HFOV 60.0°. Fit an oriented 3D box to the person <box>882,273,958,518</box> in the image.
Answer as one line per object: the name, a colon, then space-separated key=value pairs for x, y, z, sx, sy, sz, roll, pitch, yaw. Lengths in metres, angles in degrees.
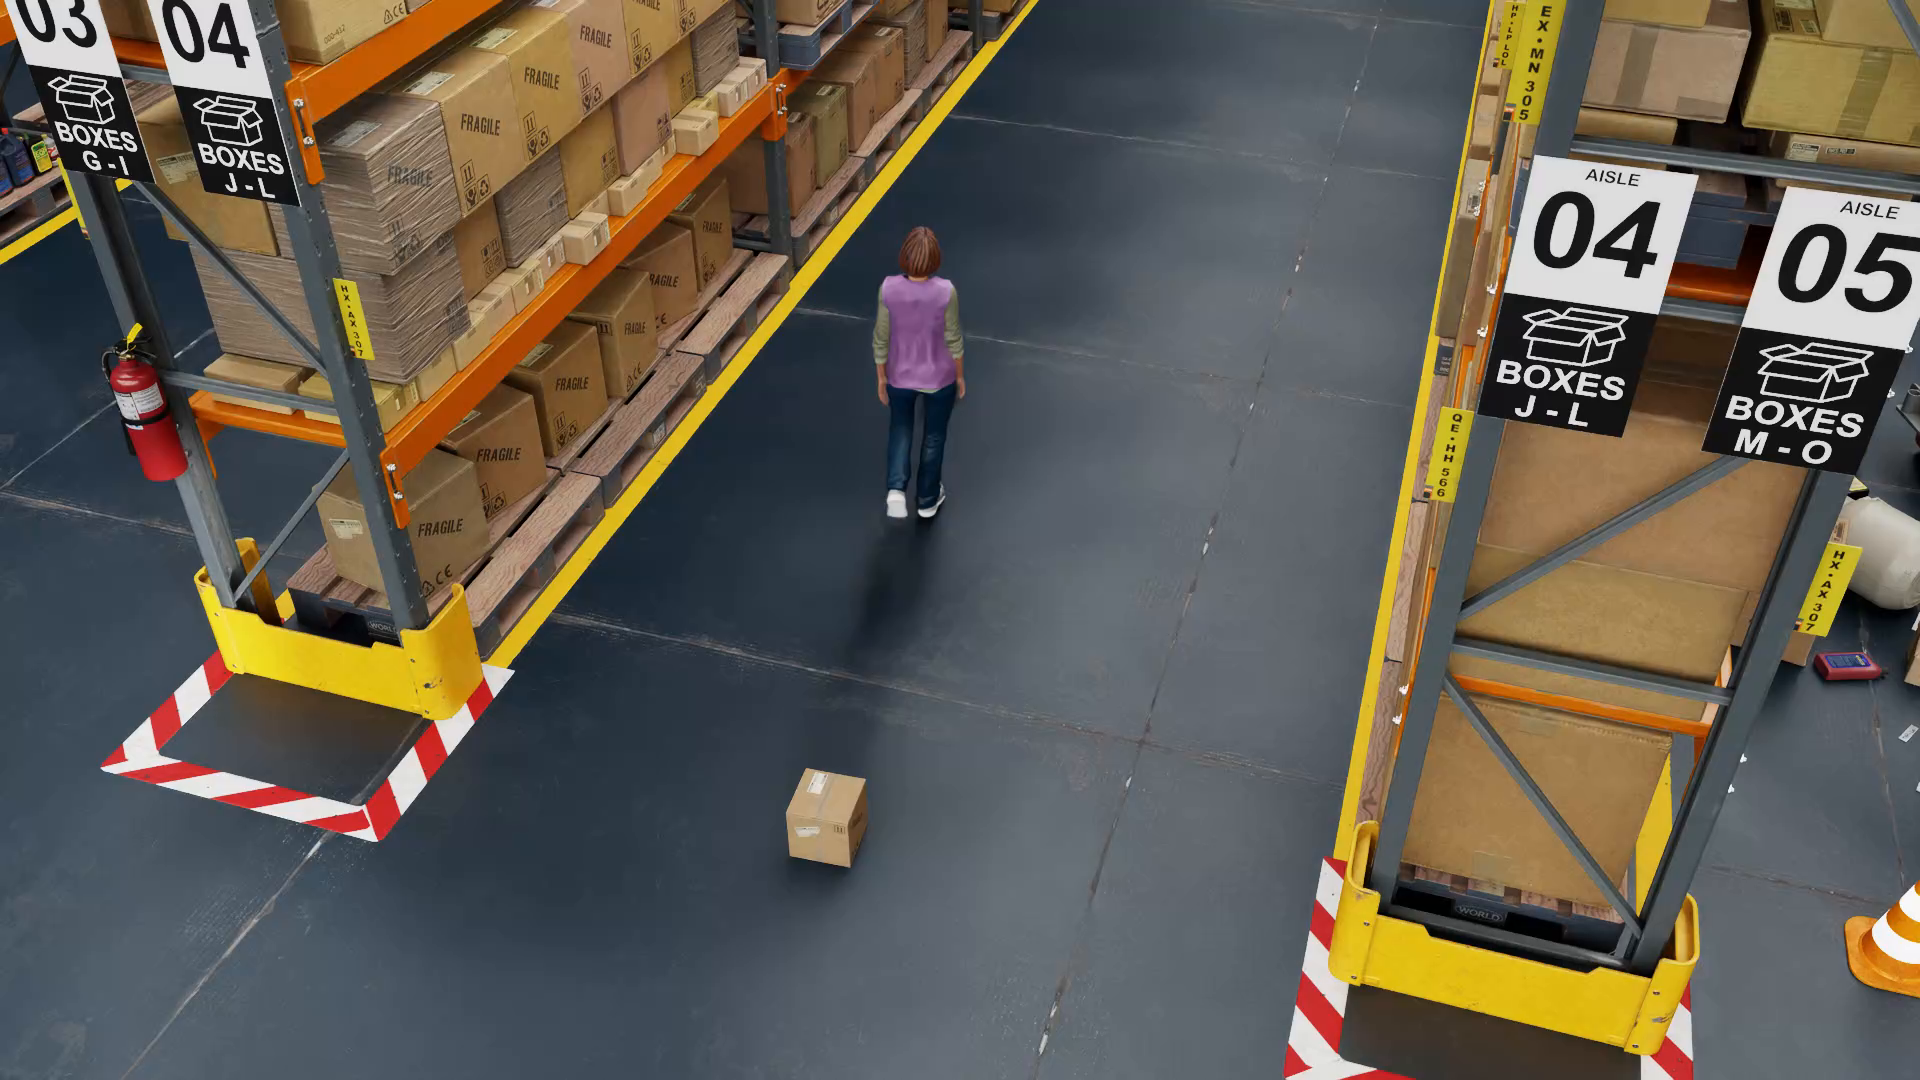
person: x=-0.187 y=-0.665 z=7.912 sx=0.349 sy=1.356 sz=0.460 roll=5 pitch=38 yaw=7
